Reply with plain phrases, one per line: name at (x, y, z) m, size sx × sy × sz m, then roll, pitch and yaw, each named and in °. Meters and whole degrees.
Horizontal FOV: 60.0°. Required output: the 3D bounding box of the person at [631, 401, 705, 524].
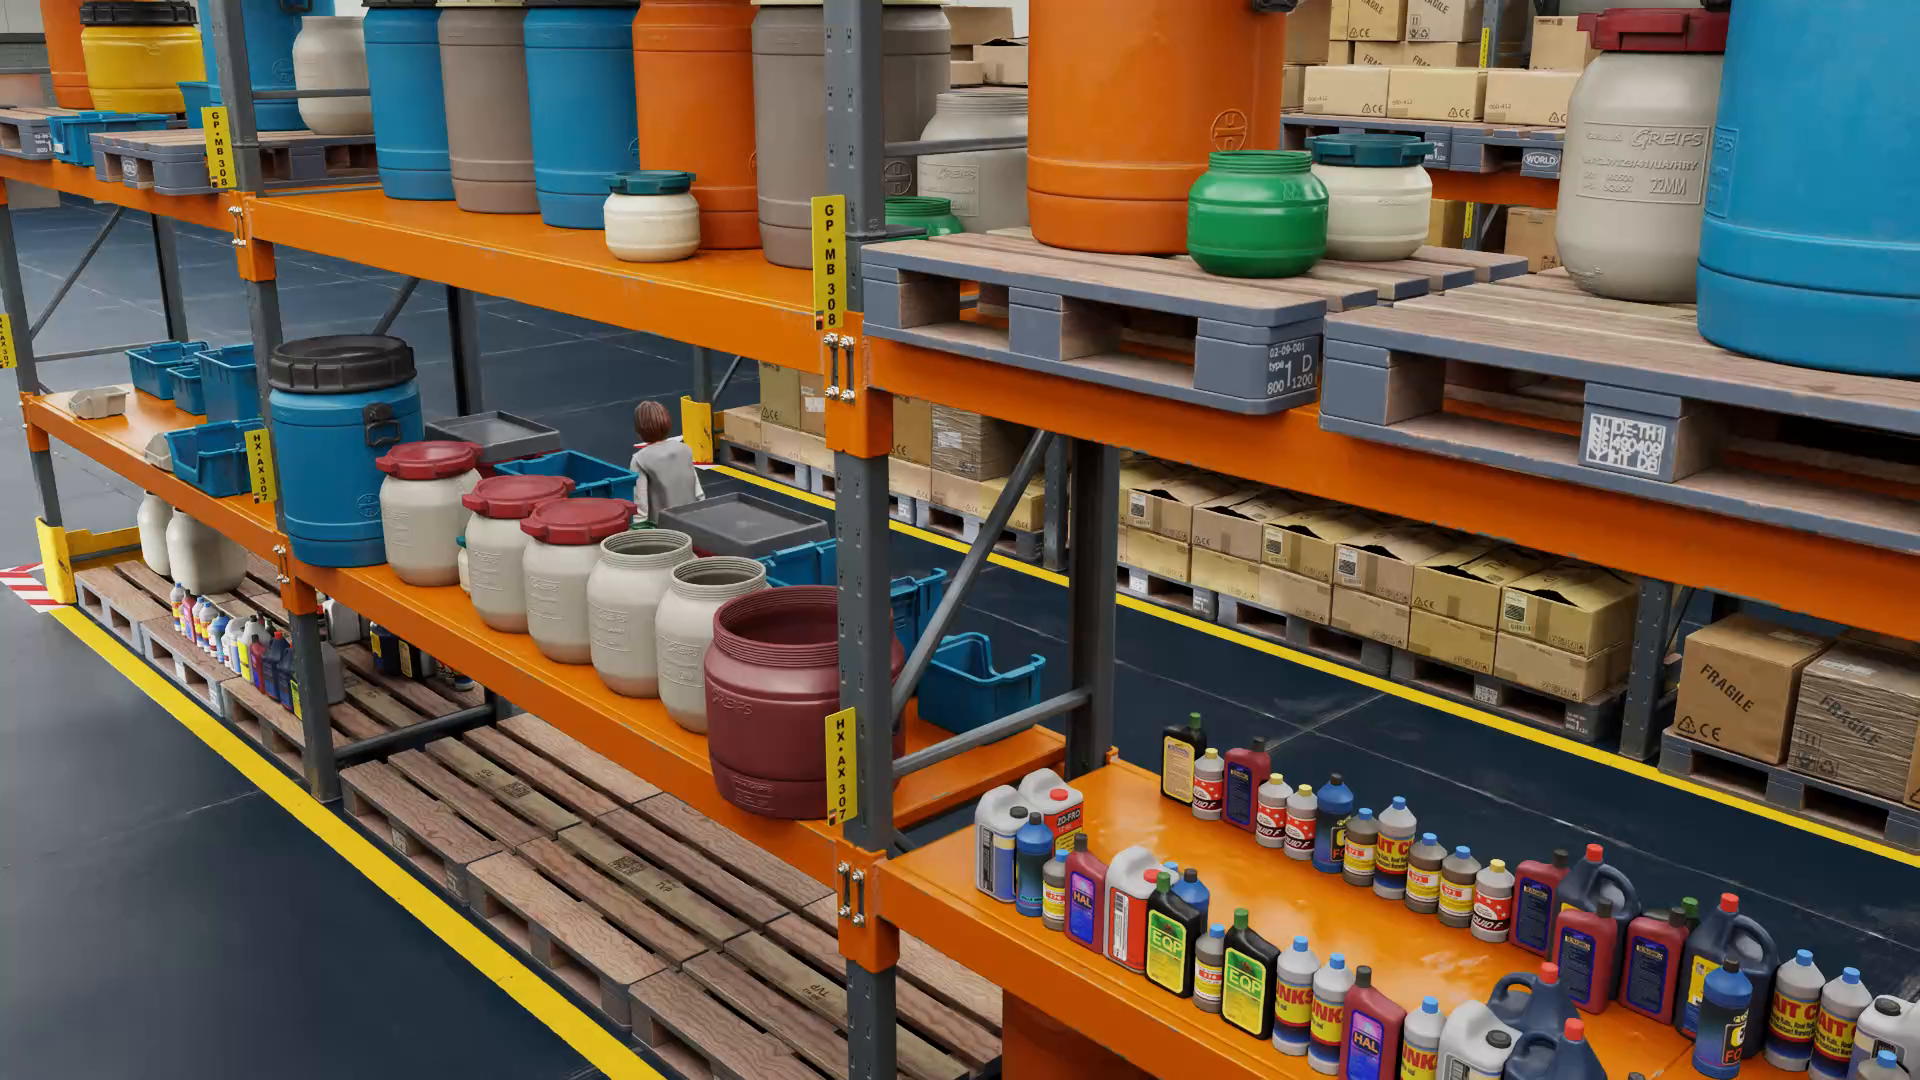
person at (-1.569, 0.042, 8.936) m, size 0.465 × 1.592 × 0.347 m, roll -16°, pitch 24°, yaw -41°
